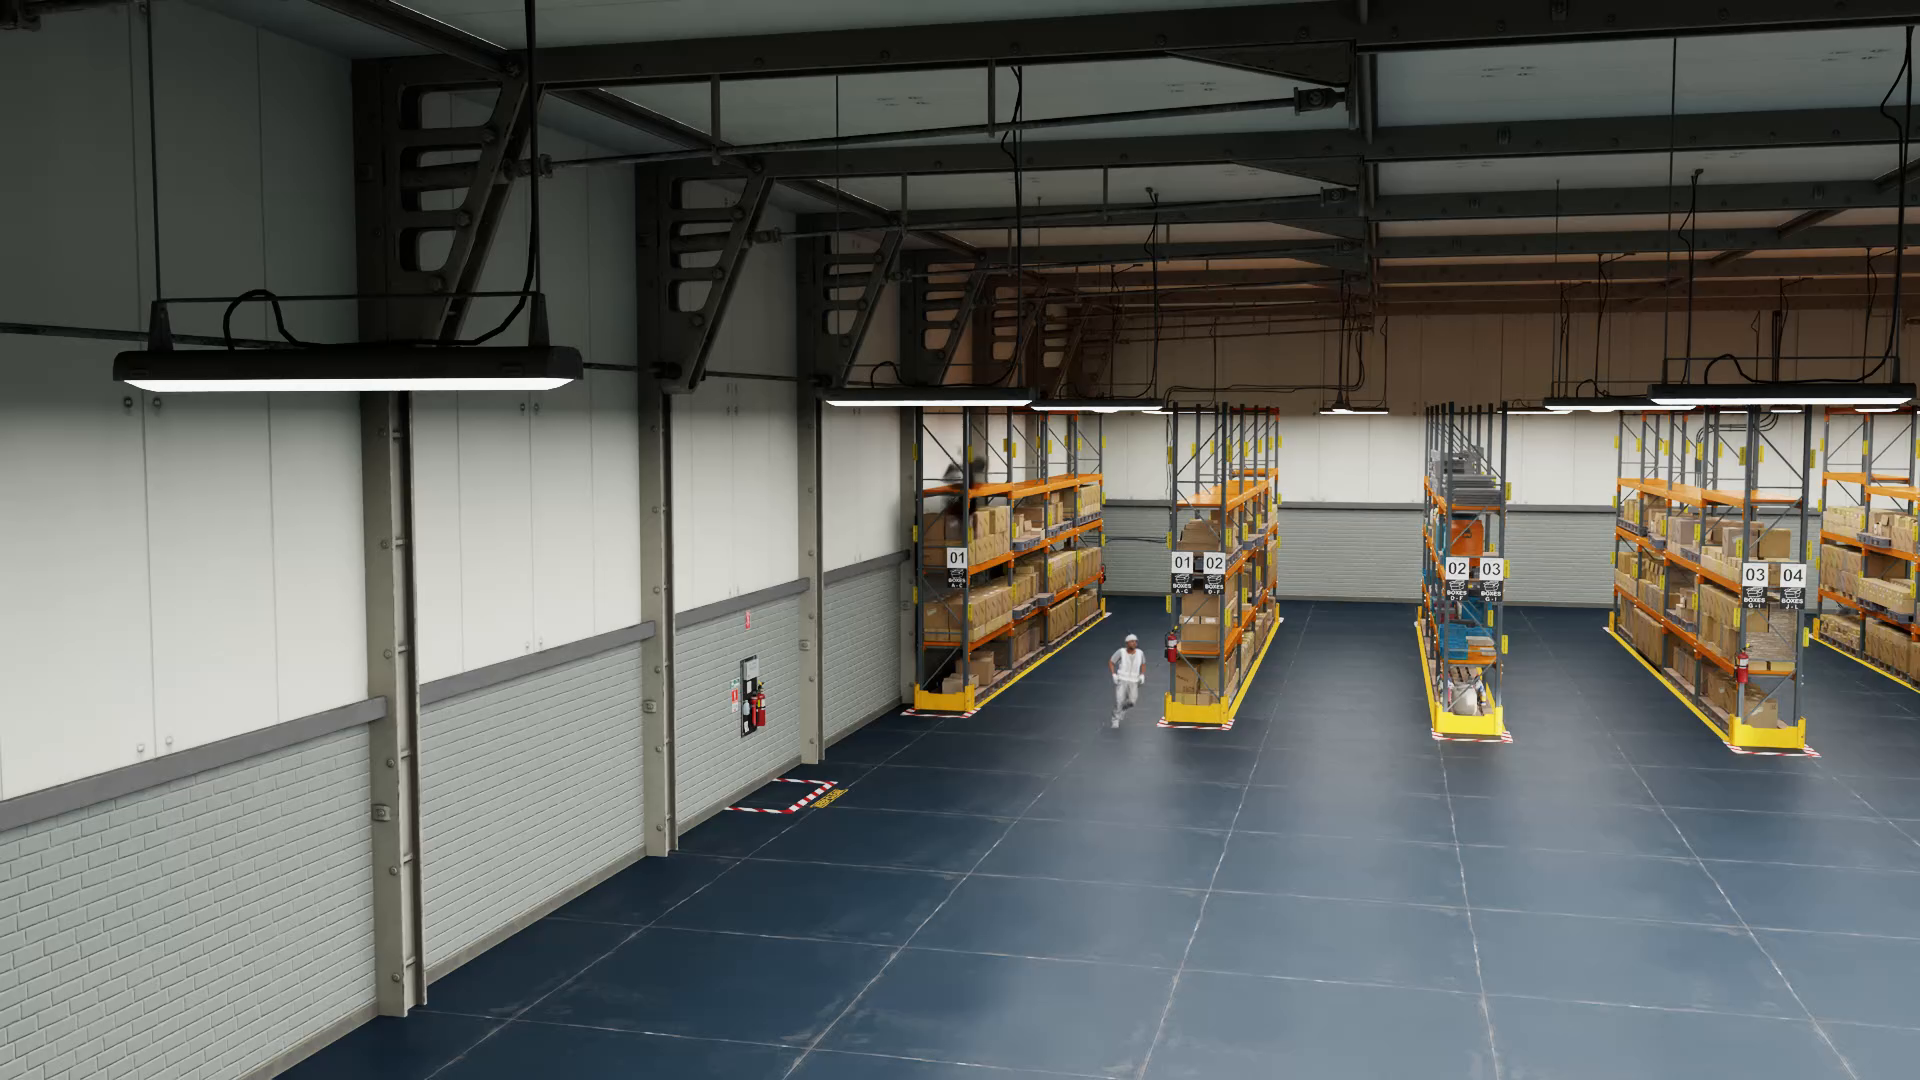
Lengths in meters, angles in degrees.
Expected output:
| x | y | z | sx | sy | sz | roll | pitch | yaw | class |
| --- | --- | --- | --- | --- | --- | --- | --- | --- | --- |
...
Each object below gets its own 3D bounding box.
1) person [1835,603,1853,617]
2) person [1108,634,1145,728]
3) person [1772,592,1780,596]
| x | y | z | sx | sy | sz | roll | pitch | yaw | class |
| --- | --- | --- | --- | --- | --- | --- | --- | --- | --- |
| 23.581 | 1.603 | 44.196 | 0.758 | 1.711 | 0.855 | 3 | 5 | 36 | person |
| 3.106 | 2.601 | 30.739 | 0.737 | 1.716 | 0.549 | -1 | 4 | -9 | person |
| 20.890 | 1.737 | 43.093 | 0.777 | 1.623 | 0.523 | 3 | 5 | 34 | person |
